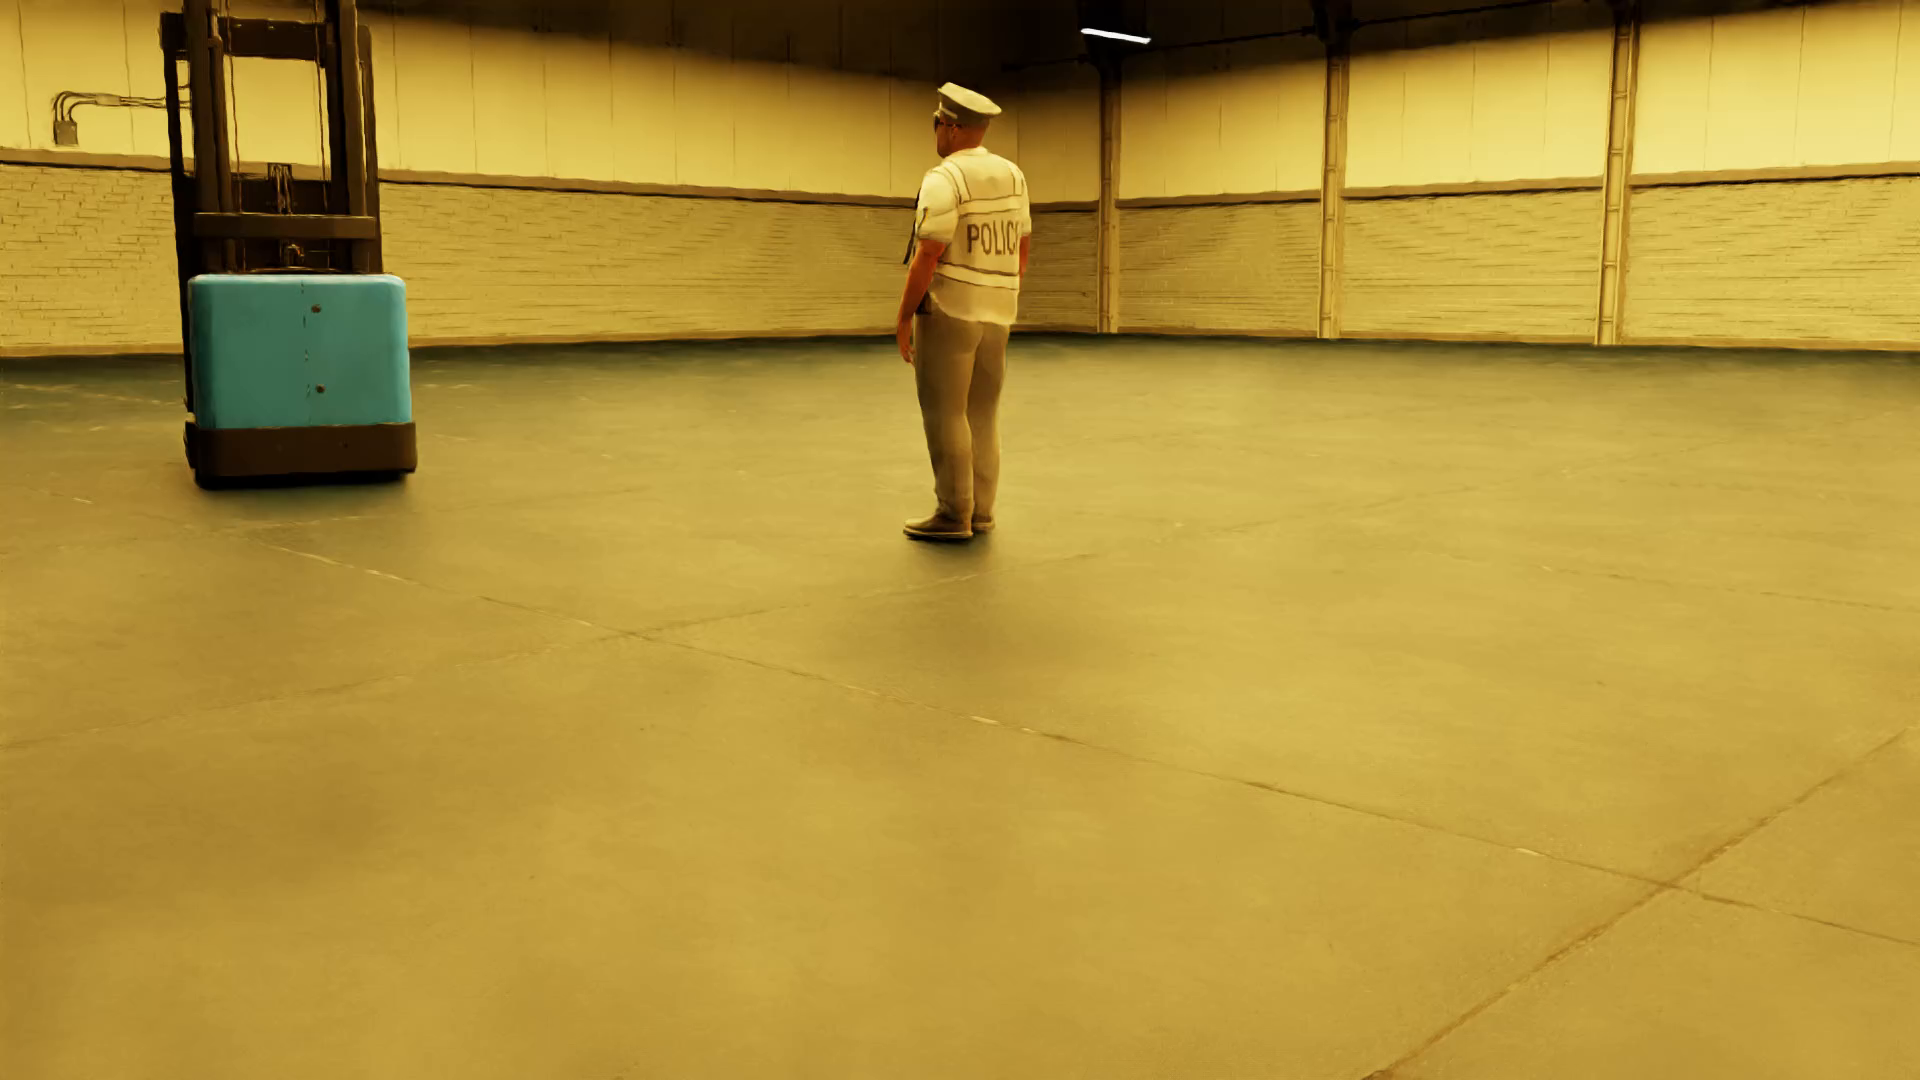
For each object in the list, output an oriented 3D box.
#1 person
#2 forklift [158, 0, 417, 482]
[{"bbox_3d":[-0.048,-0.897,6.646,0.574,1.778,0.640,8,12,43],"label":"person"},{"bbox_3d":[-3.980,-1.926,9.665,1.130,2.935,3.031,-4,10,-26],"label":"forklift"}]
